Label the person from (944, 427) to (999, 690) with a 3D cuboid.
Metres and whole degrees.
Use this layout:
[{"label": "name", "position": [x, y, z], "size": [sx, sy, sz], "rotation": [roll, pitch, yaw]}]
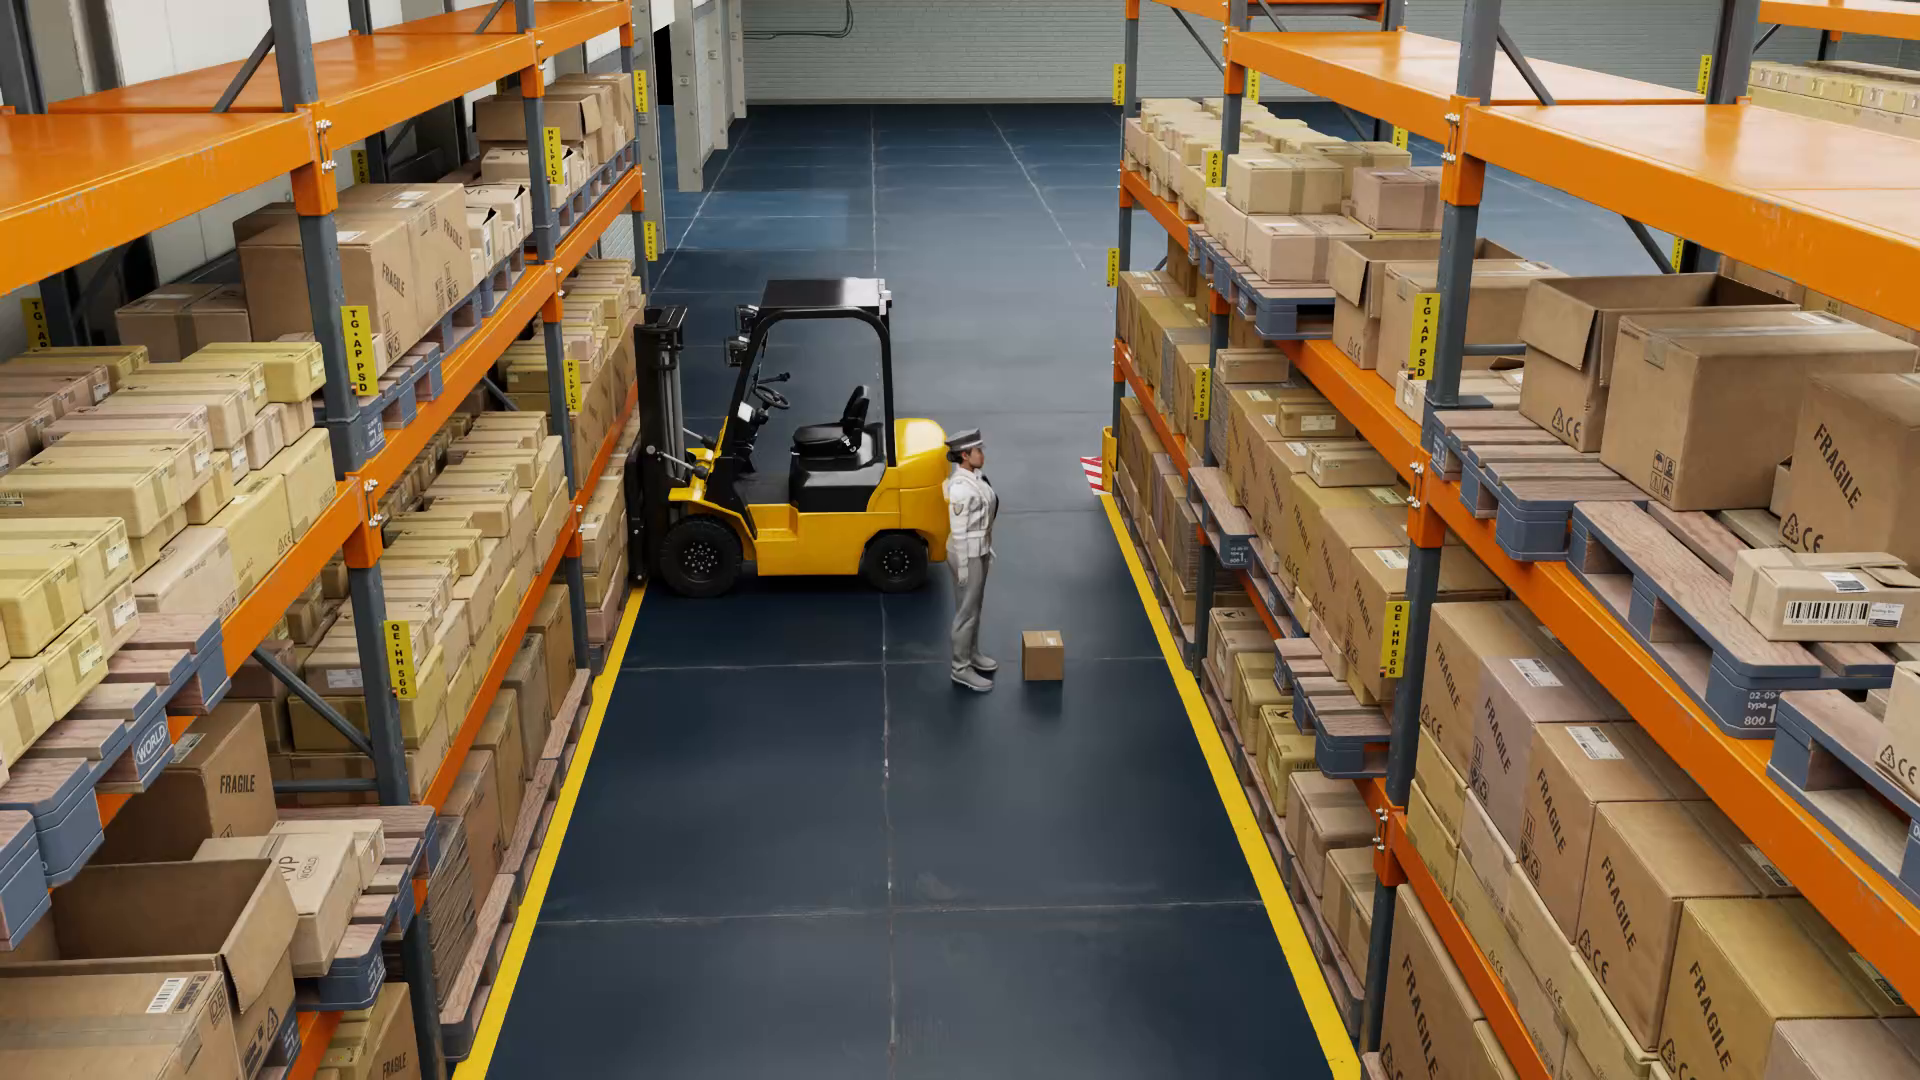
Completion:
[{"label": "person", "position": [0.069, 0.103, 10.759], "size": [0.351, 1.698, 0.512], "rotation": [3, 21, 8]}]
